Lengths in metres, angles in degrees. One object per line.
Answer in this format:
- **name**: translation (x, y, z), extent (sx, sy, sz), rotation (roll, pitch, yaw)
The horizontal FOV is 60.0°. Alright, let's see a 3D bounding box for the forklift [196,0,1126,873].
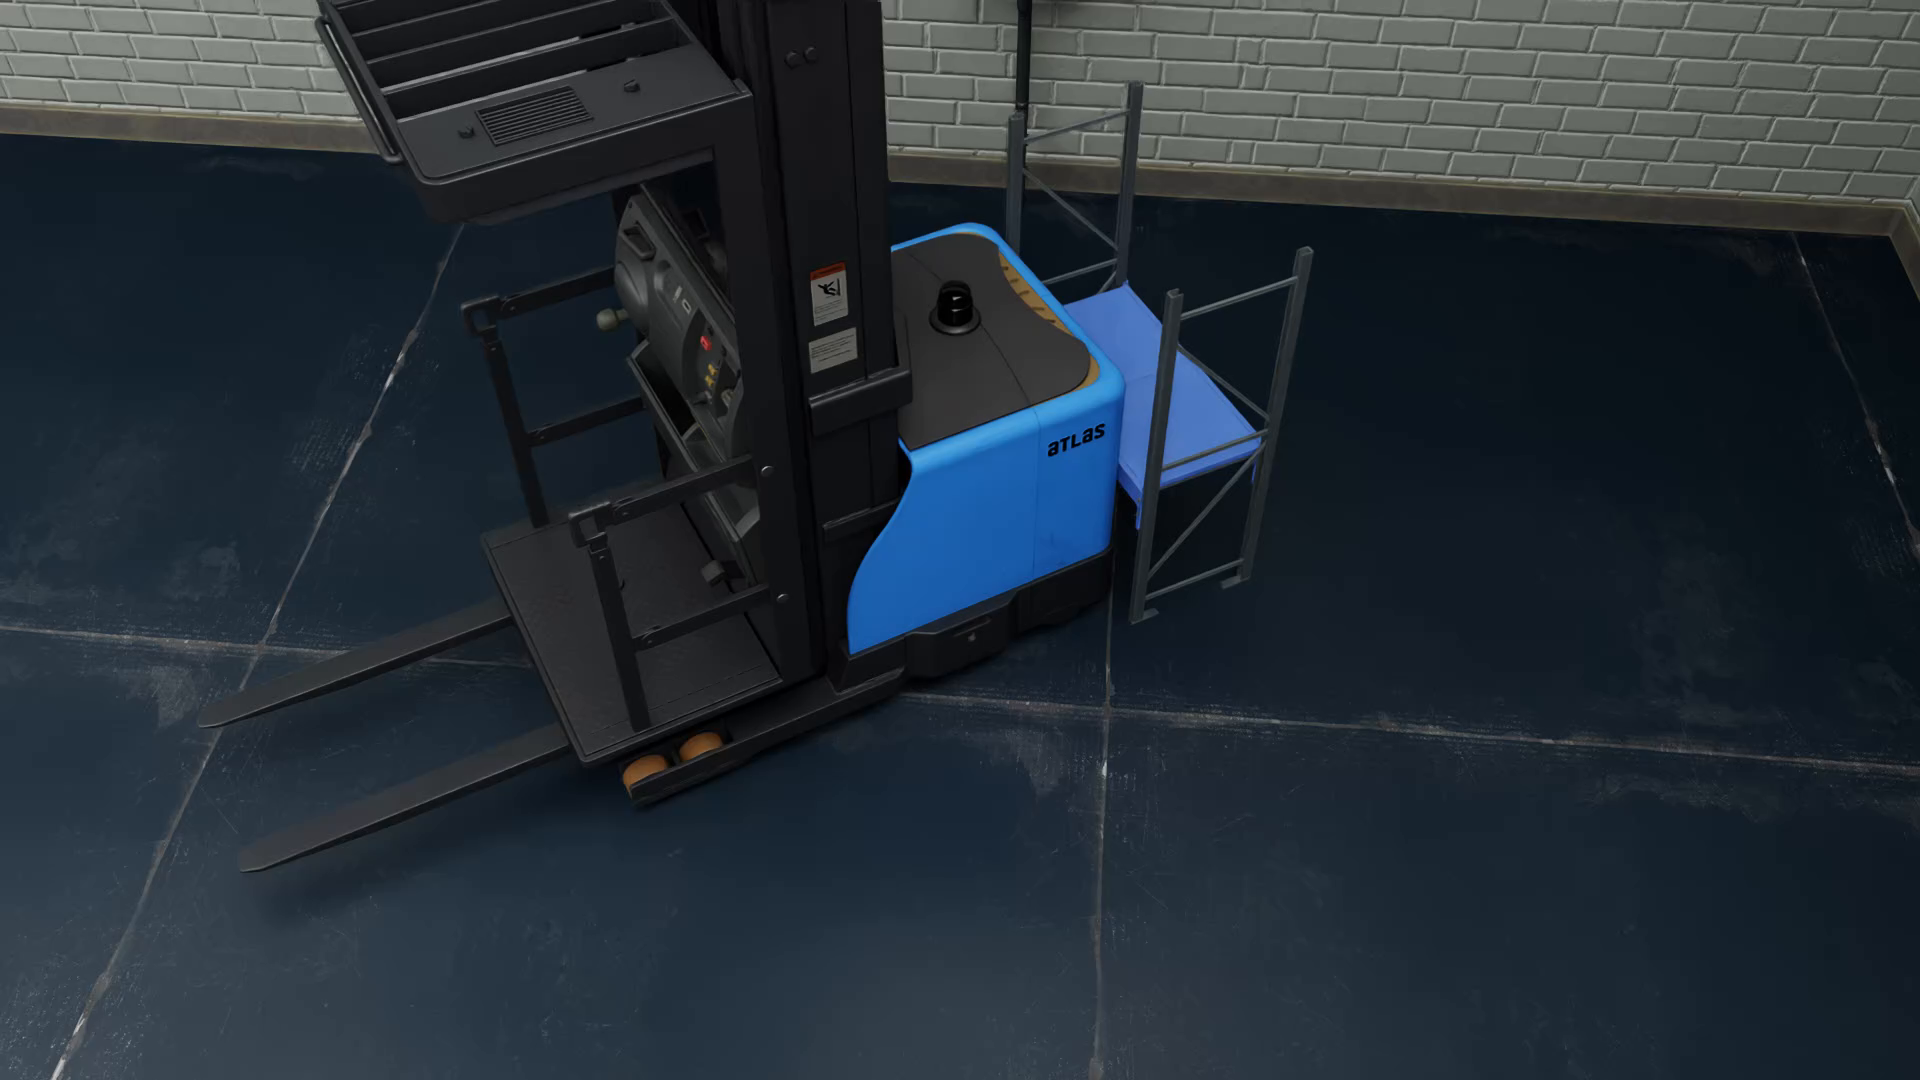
- **forklift**: translation (-1.001, -0.575, 4.790), extent (3.031, 2.935, 1.130), rotation (-21, 51, -19)

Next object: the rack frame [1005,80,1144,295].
- **rack frame**: translation (0.391, -0.967, 6.118), extent (0.500, 1.500, 0.032), rotation (-20, 51, -17)

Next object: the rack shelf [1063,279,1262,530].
- **rack shelf**: translation (0.614, -0.508, 5.942), extent (0.538, 0.185, 1.000), rotation (-20, 51, -17)

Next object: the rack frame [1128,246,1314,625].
- **rack frame**: translation (0.837, -0.292, 5.501), extent (0.500, 1.500, 0.032), rotation (-20, 51, -17)

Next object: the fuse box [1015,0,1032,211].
- **fuse box**: translation (0.289, -2.080, 6.993), extent (0.539, 1.711, 0.414), rotation (4, 48, 4)

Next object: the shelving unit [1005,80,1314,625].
- **shelving unit**: translation (0.614, -0.629, 5.809), extent (0.538, 1.500, 1.048), rotation (-20, 51, -17)
